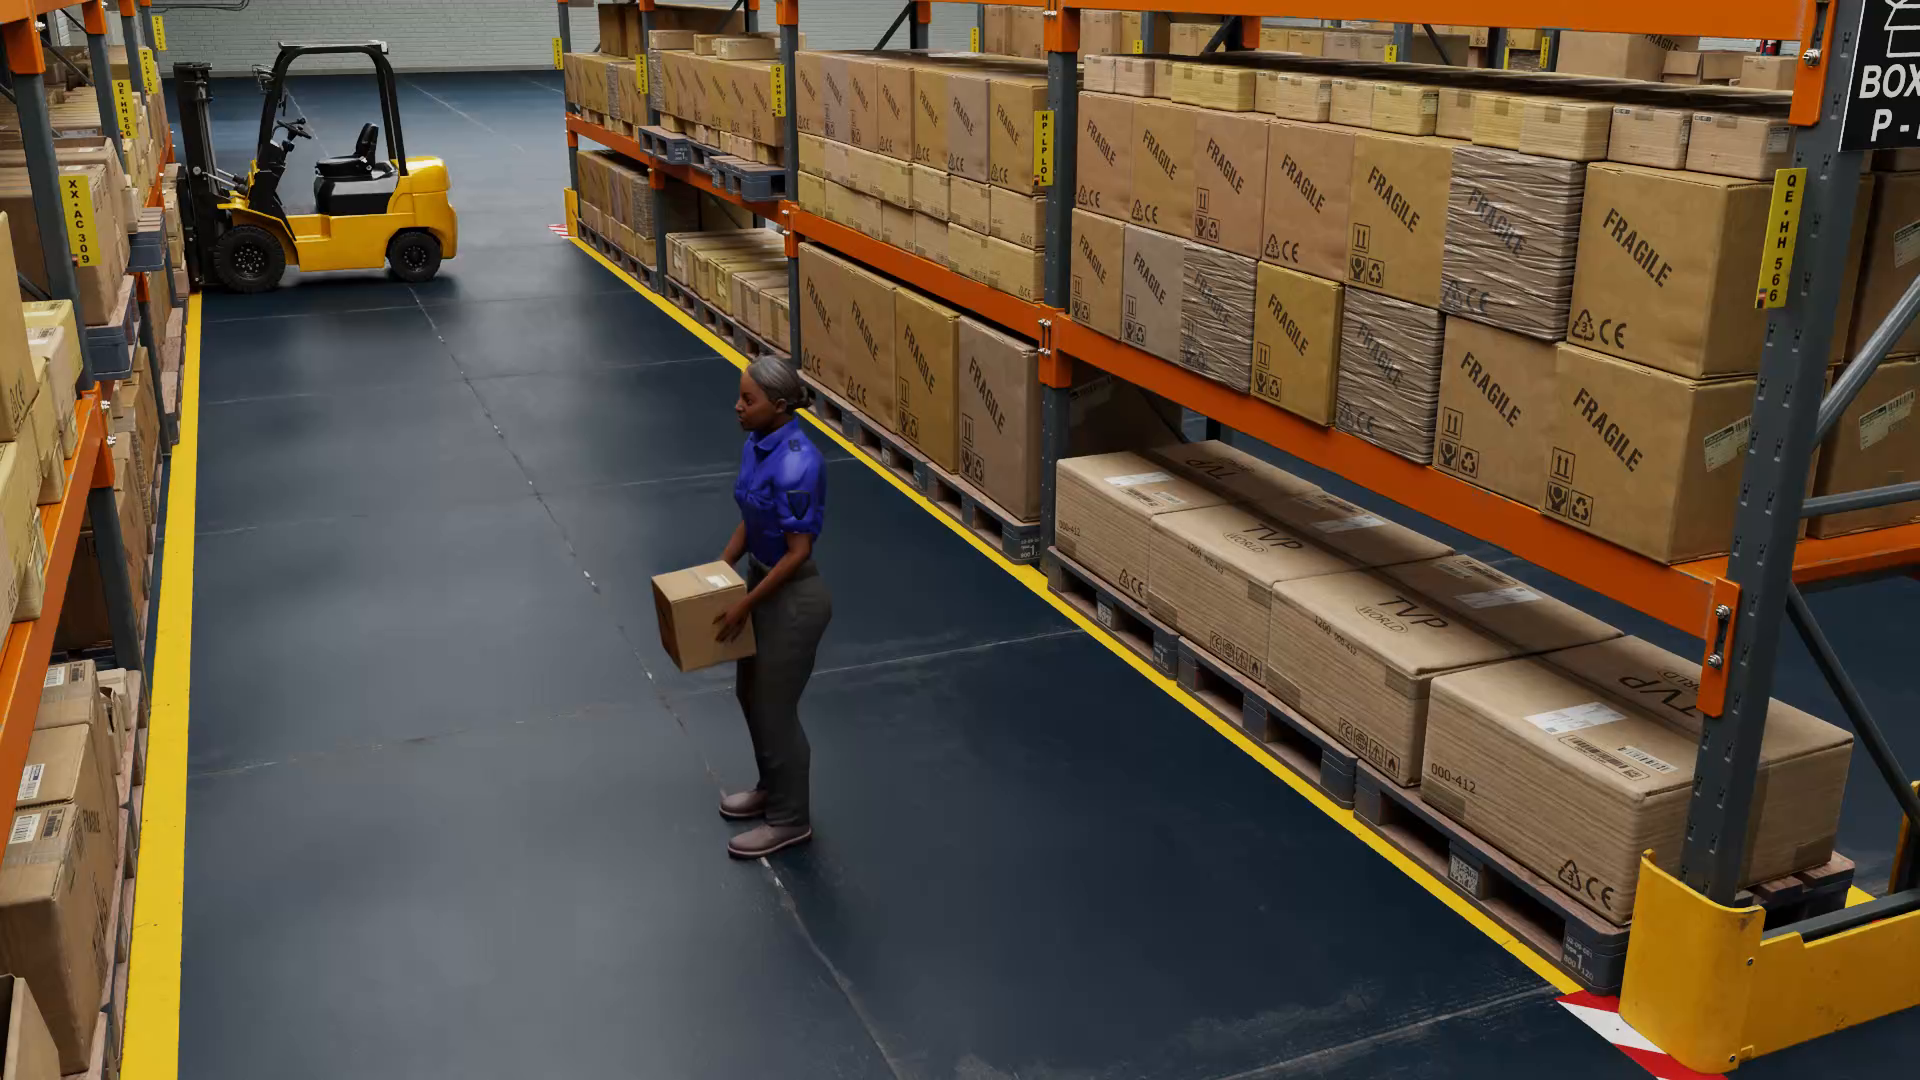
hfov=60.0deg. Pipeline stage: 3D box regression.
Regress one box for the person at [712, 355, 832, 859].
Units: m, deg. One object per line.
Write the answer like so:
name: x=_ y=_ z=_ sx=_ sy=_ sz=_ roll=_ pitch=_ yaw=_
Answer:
person: x=-0.642 y=0.214 z=5.436 sx=0.418 sy=1.663 sz=0.475 roll=-8 pitch=21 yaw=-23
